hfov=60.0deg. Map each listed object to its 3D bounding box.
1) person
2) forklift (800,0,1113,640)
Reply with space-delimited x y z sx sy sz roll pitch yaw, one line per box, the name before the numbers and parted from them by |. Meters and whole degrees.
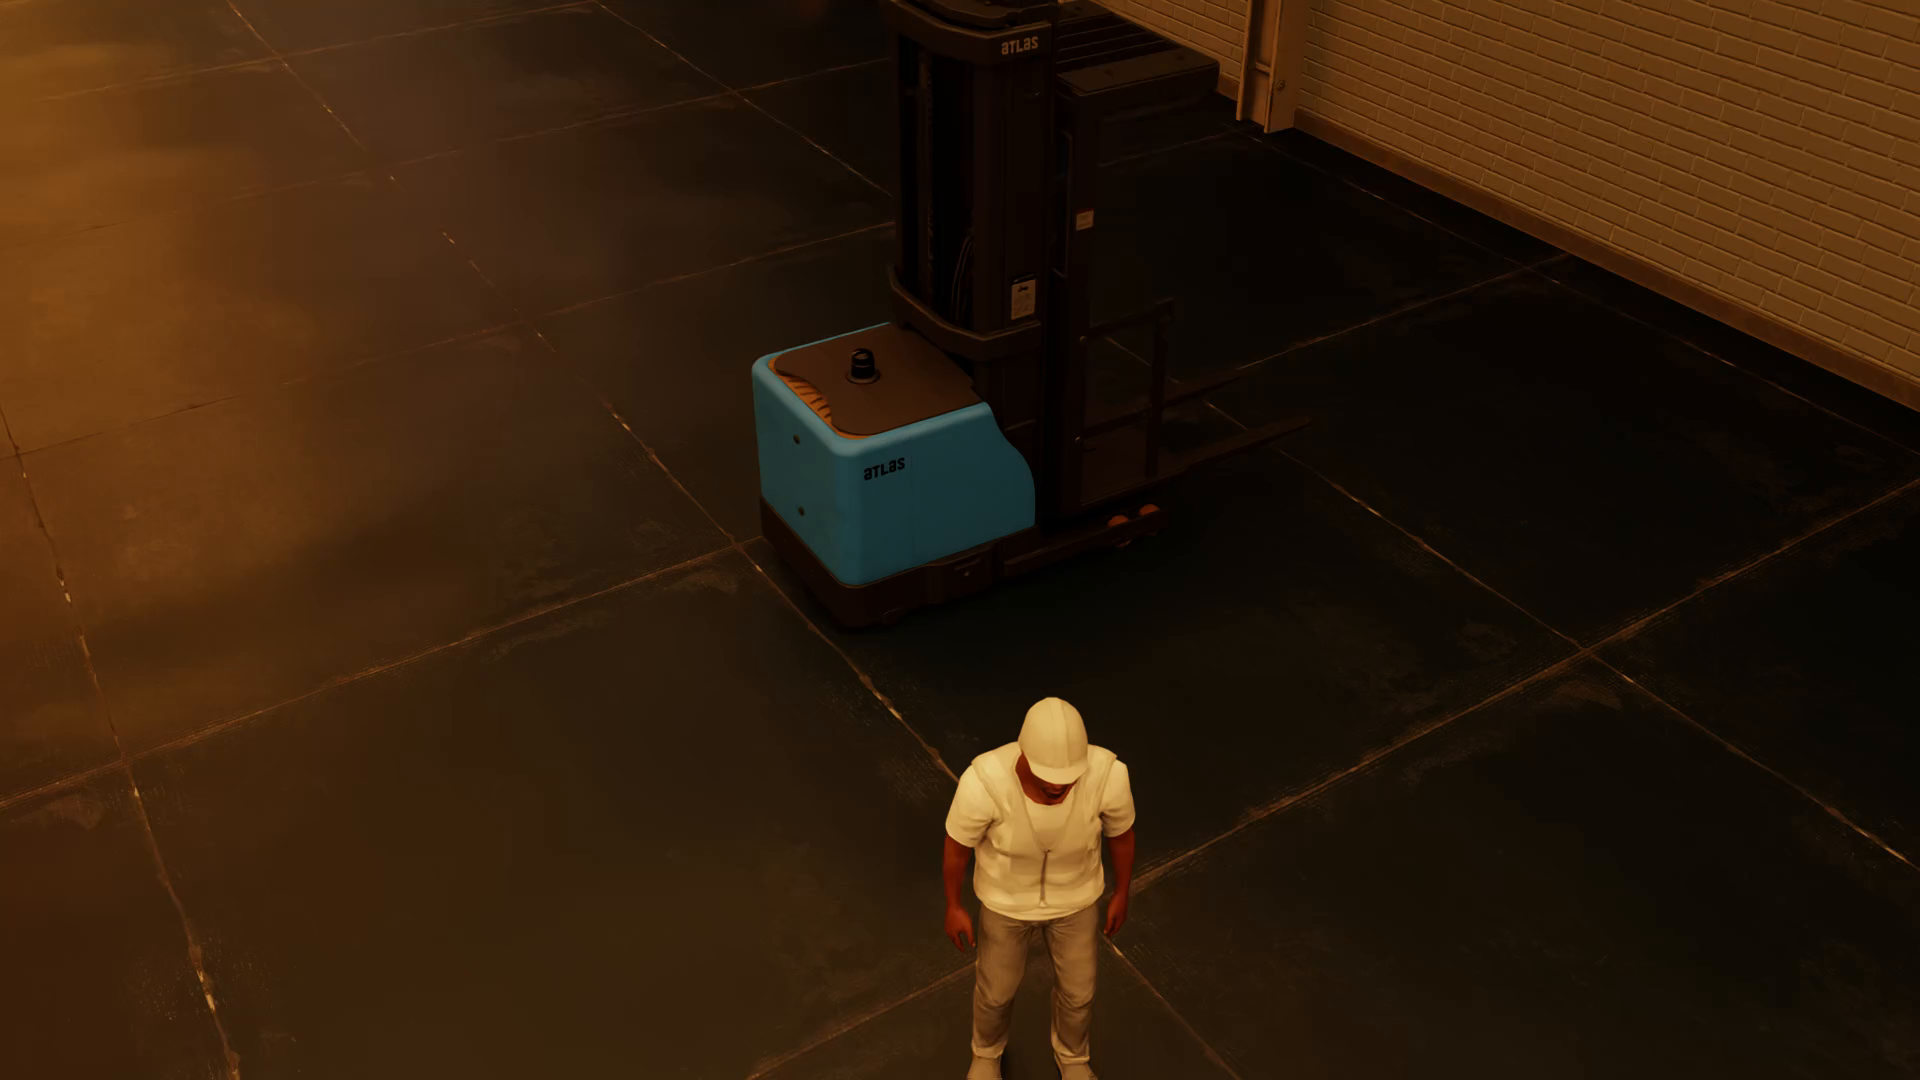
person | 0.274 1.190 5.476 0.602 1.759 0.463 -3 35 -4
forklift | 0.110 -1.568 8.379 1.130 2.935 3.031 8 36 12
